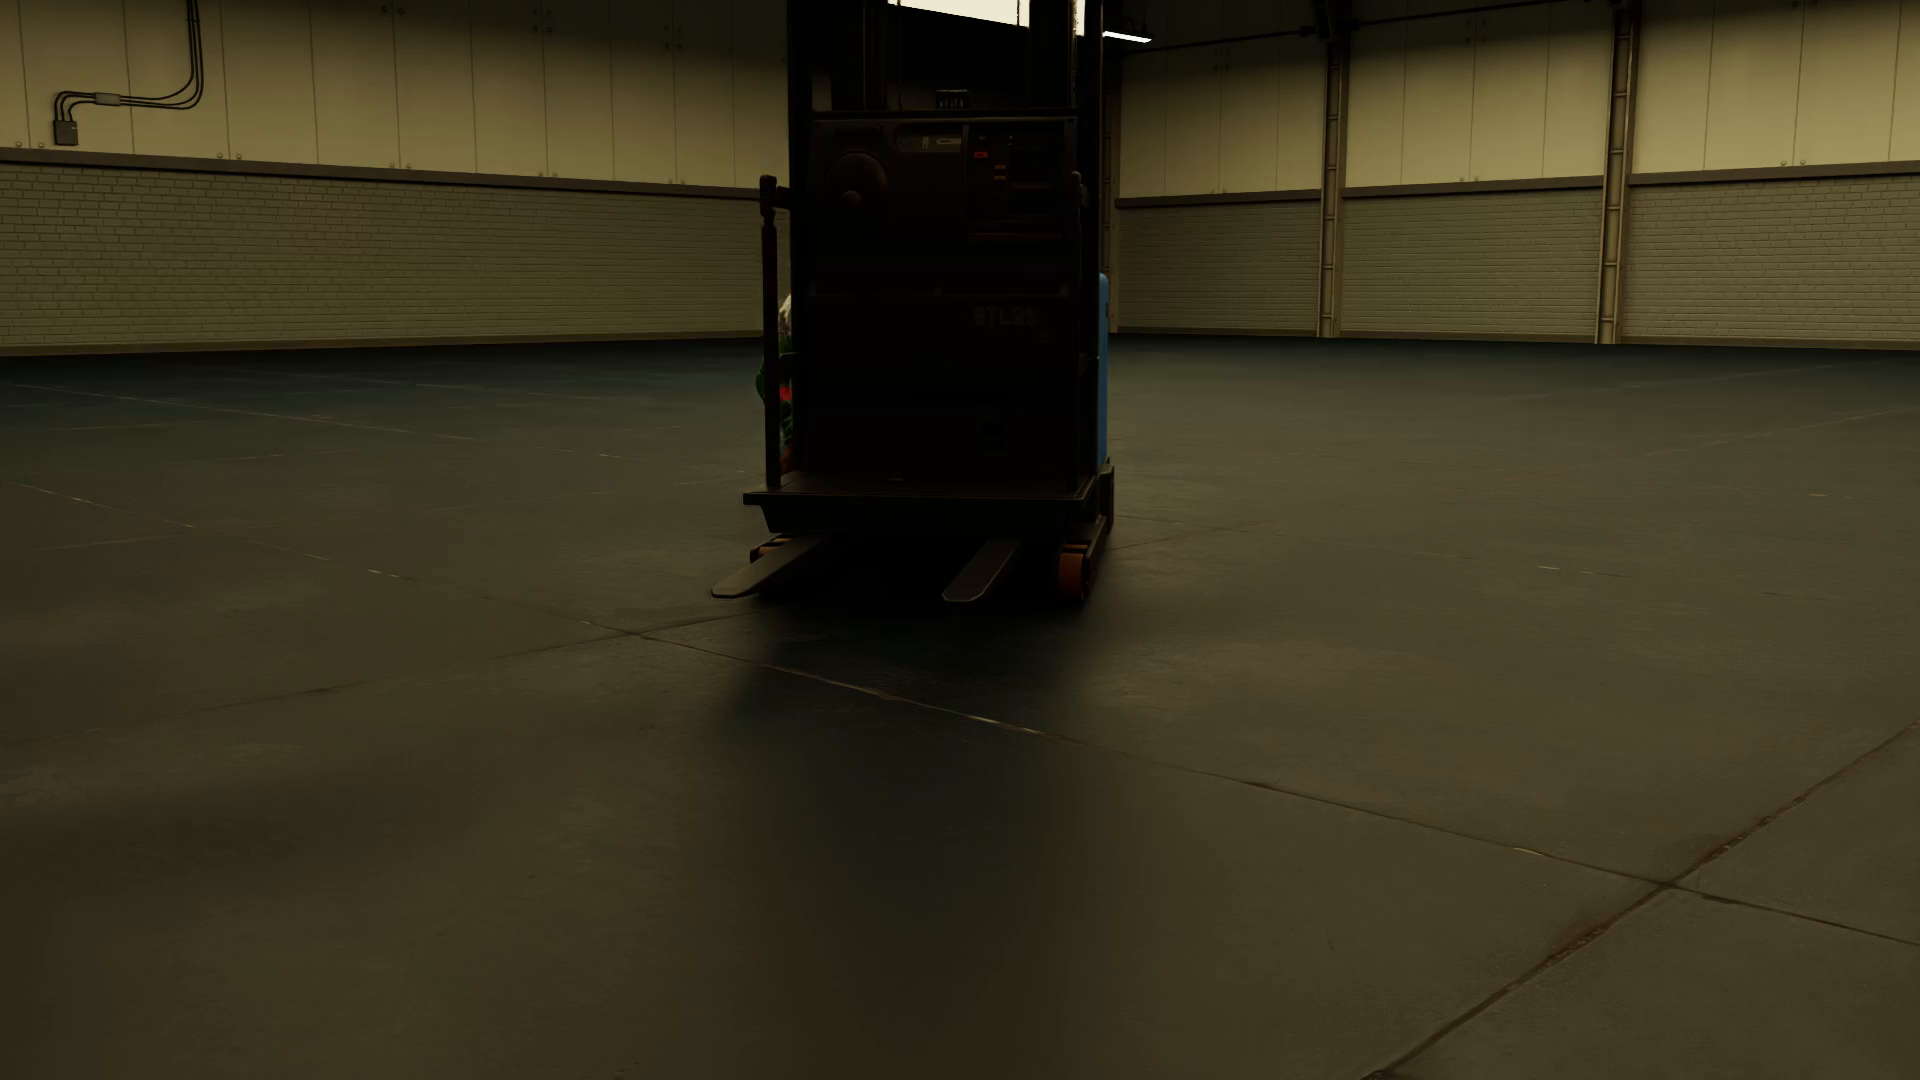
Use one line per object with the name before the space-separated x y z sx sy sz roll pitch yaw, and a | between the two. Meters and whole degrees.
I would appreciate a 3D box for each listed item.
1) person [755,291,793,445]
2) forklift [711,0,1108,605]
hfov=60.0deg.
person | -0.709 -1.140 8.673 0.555 1.542 0.908 8 12 44
forklift | -0.095 -1.302 5.522 1.121 2.935 3.031 1 9 8
